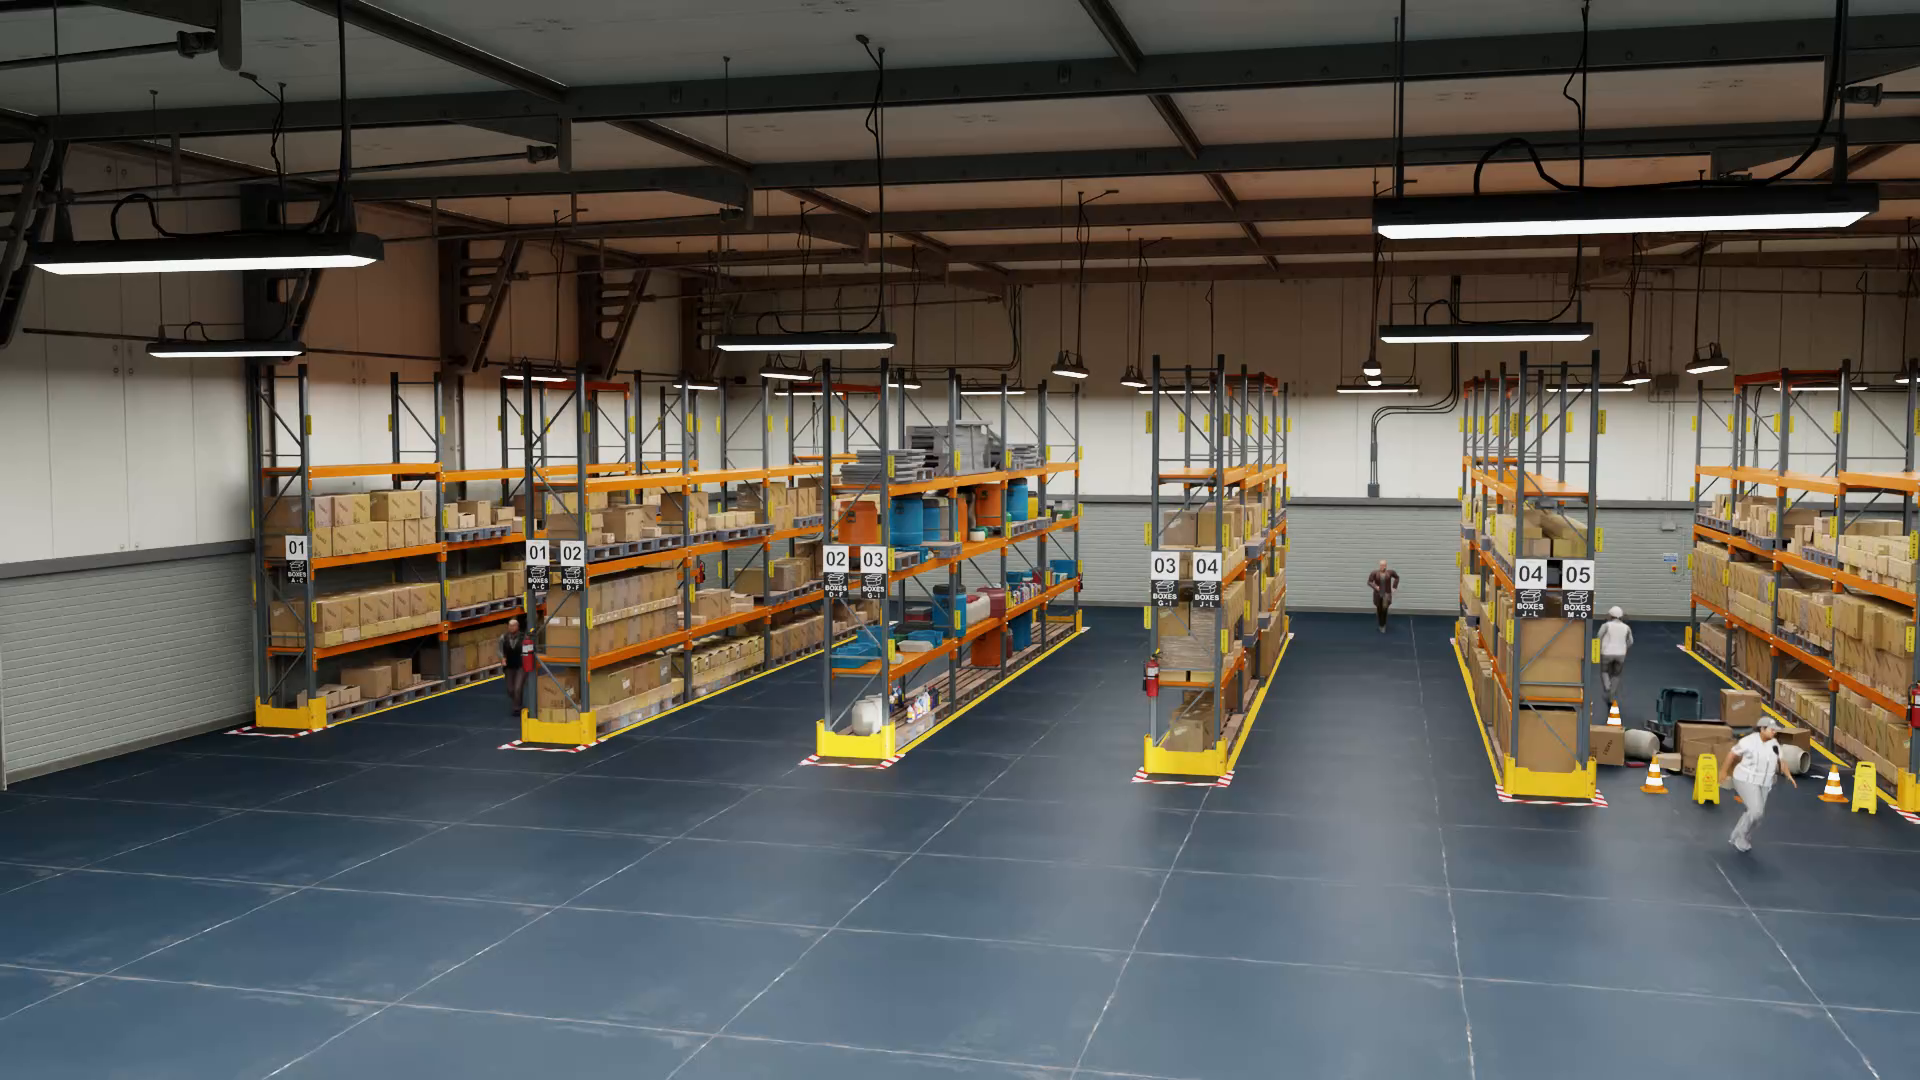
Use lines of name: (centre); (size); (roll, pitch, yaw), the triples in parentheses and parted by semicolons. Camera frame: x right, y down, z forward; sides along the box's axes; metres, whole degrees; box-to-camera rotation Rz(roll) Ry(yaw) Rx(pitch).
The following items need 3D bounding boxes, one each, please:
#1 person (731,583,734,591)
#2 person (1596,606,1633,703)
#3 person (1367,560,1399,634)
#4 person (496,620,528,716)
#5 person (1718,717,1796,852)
person: (-5.169, 1.535, 39.734); (0.573, 1.437, 0.874); (0, 4, 2)
person: (11.812, 2.066, 30.061); (0.655, 1.730, 0.546); (1, 4, 12)
person: (10.266, 1.369, 40.342); (0.733, 1.783, 0.982); (1, 4, 18)
person: (-7.681, 2.196, 28.783); (0.657, 1.670, 0.754); (0, 4, -1)
person: (9.333, 2.847, 19.417); (0.587, 1.606, 0.781); (-1, 4, -17)
